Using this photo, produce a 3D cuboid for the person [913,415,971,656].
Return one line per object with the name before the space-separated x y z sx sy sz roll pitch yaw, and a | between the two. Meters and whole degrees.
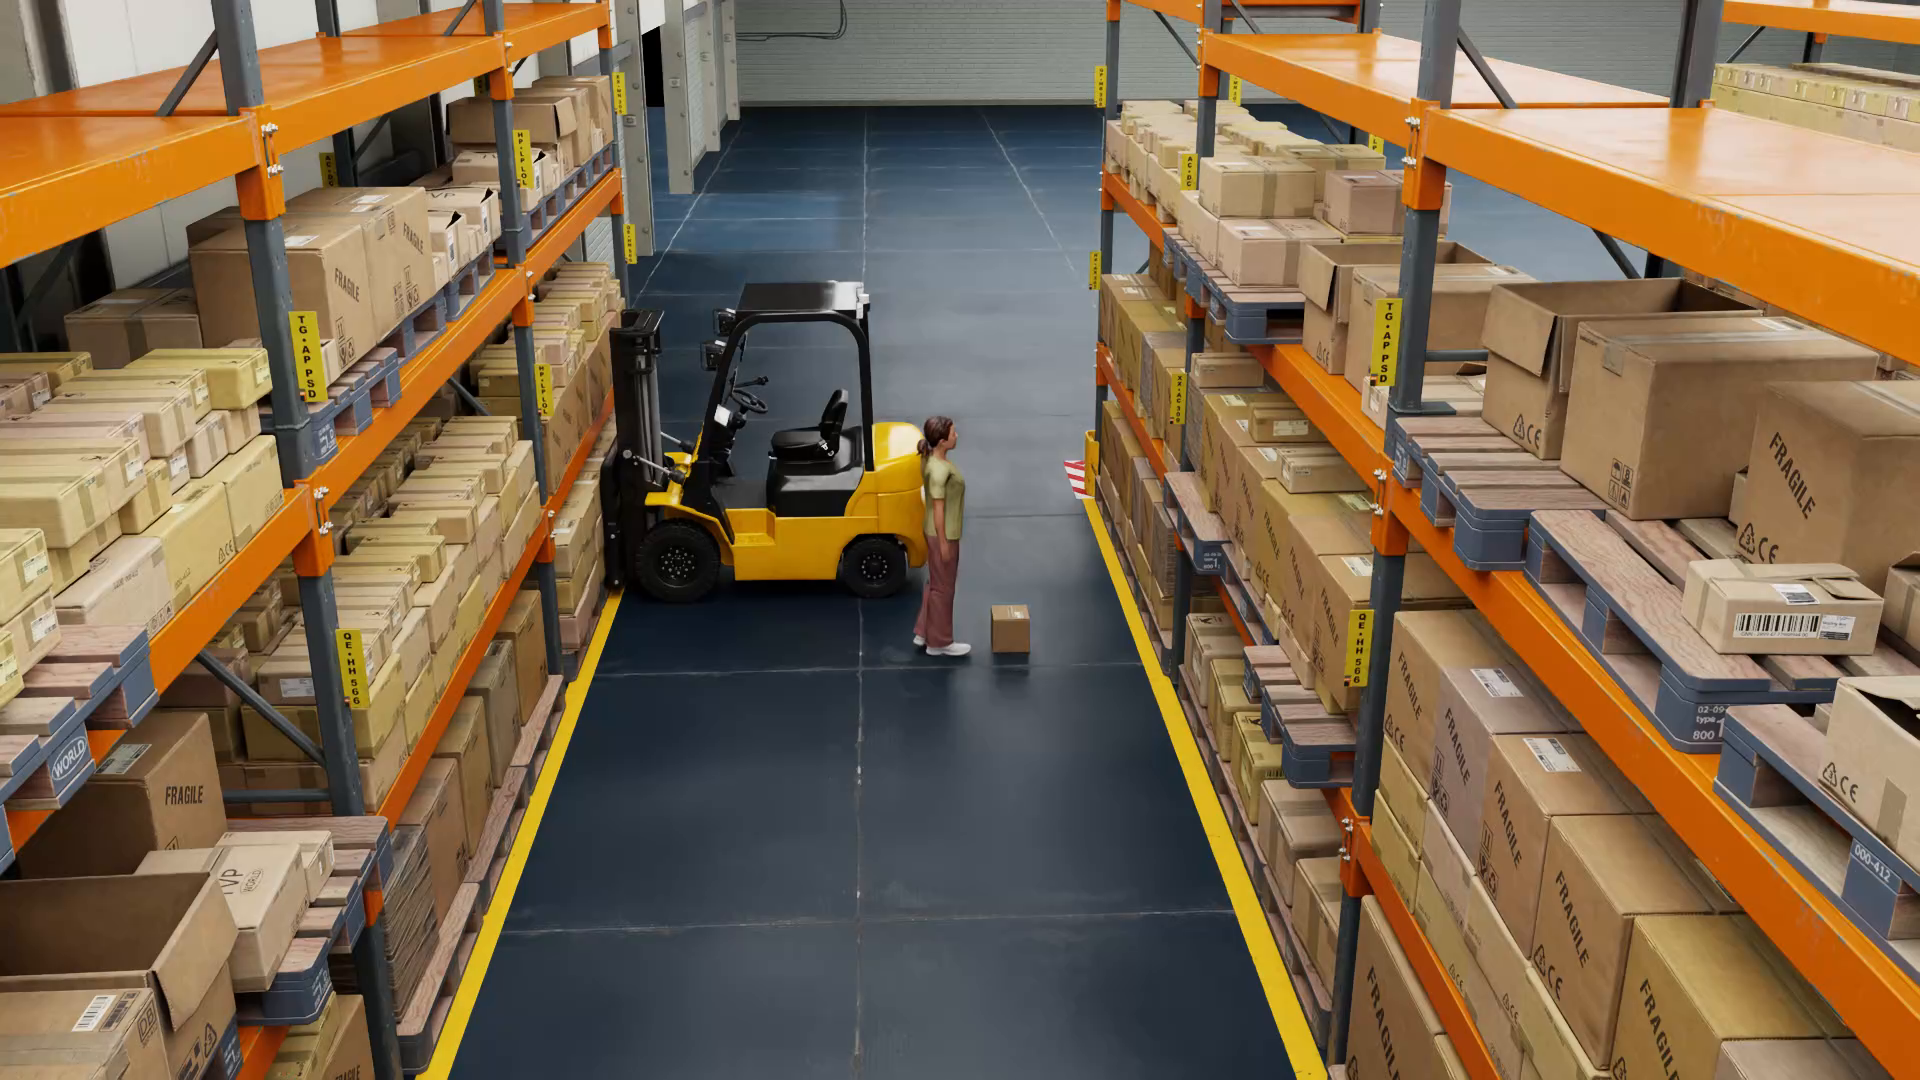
person | -0.129 -0.027 11.160 0.378 1.690 0.465 -3 21 -9
